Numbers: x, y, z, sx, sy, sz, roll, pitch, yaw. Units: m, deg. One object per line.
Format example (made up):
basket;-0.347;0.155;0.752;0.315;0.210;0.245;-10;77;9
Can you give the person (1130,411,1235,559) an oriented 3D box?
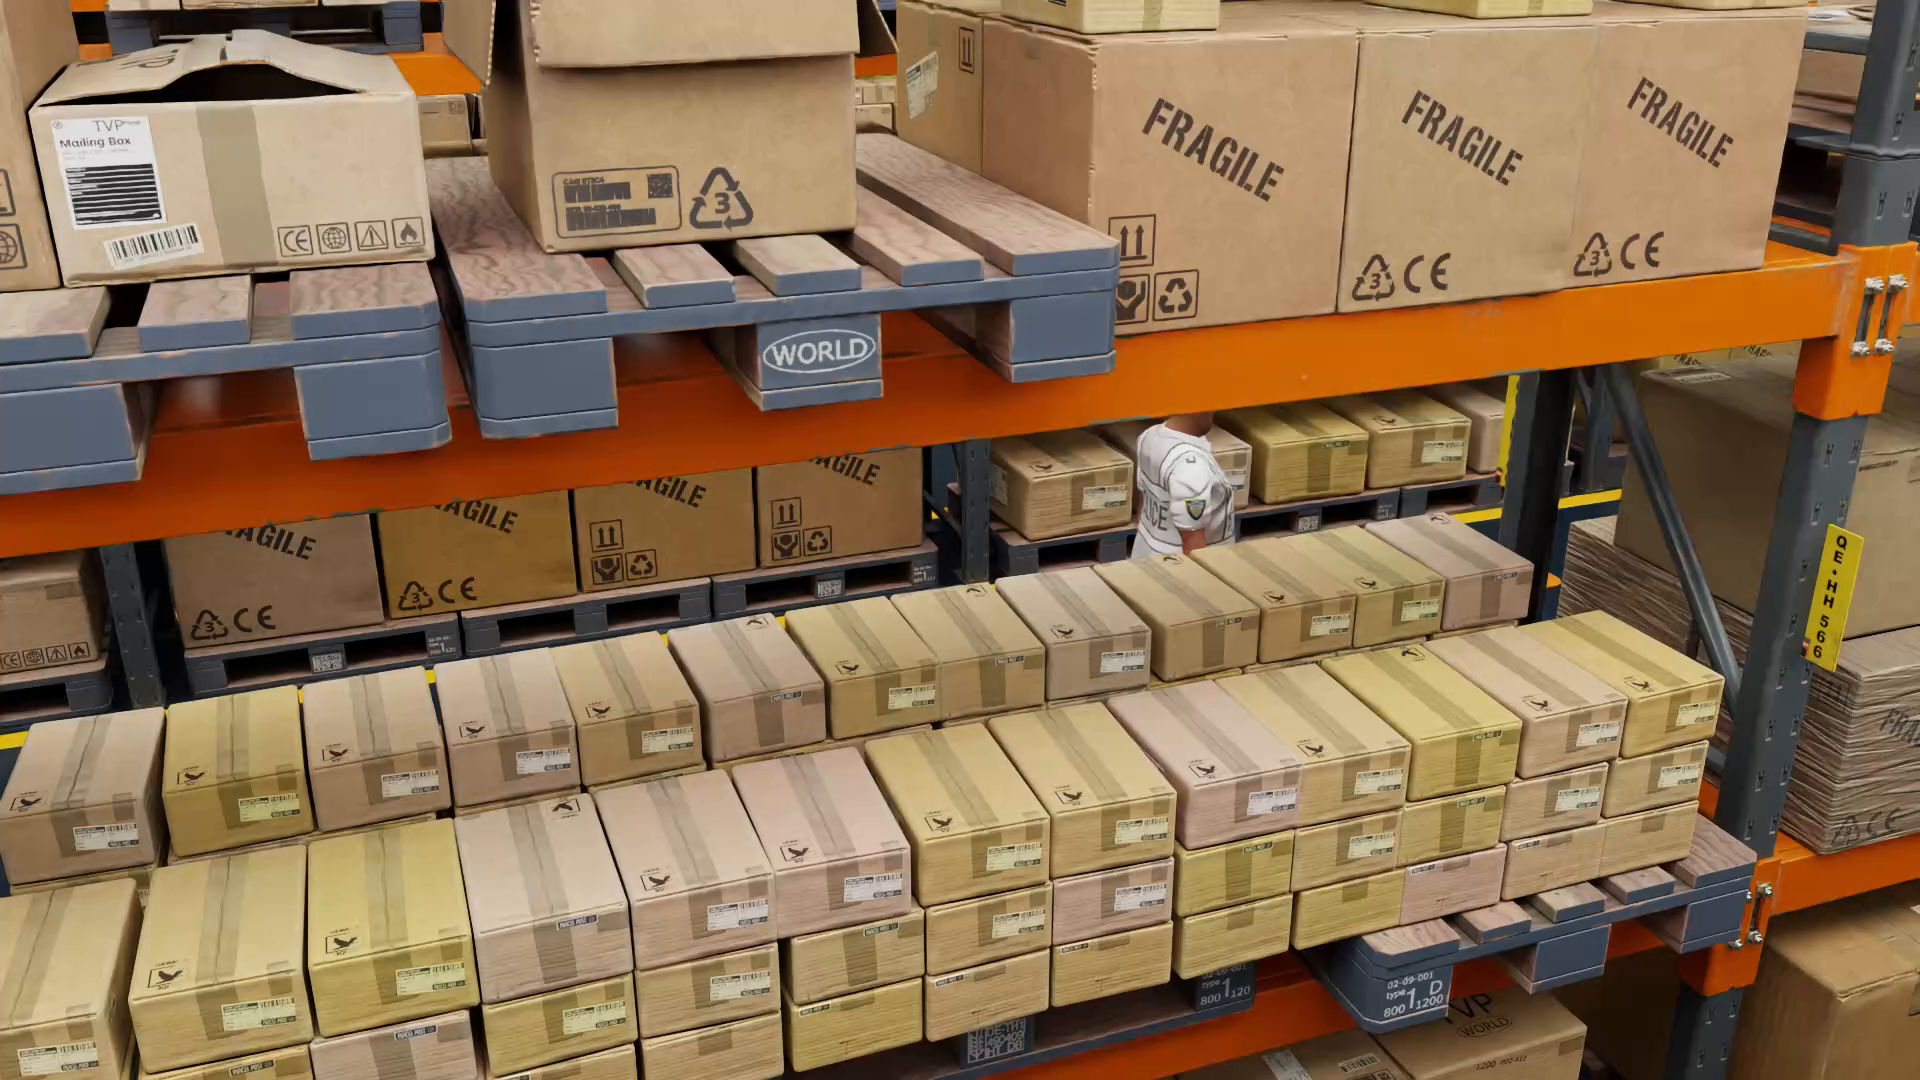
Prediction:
person;0.907;0.152;6.703;0.671;1.767;0.555;-3;23;-7
